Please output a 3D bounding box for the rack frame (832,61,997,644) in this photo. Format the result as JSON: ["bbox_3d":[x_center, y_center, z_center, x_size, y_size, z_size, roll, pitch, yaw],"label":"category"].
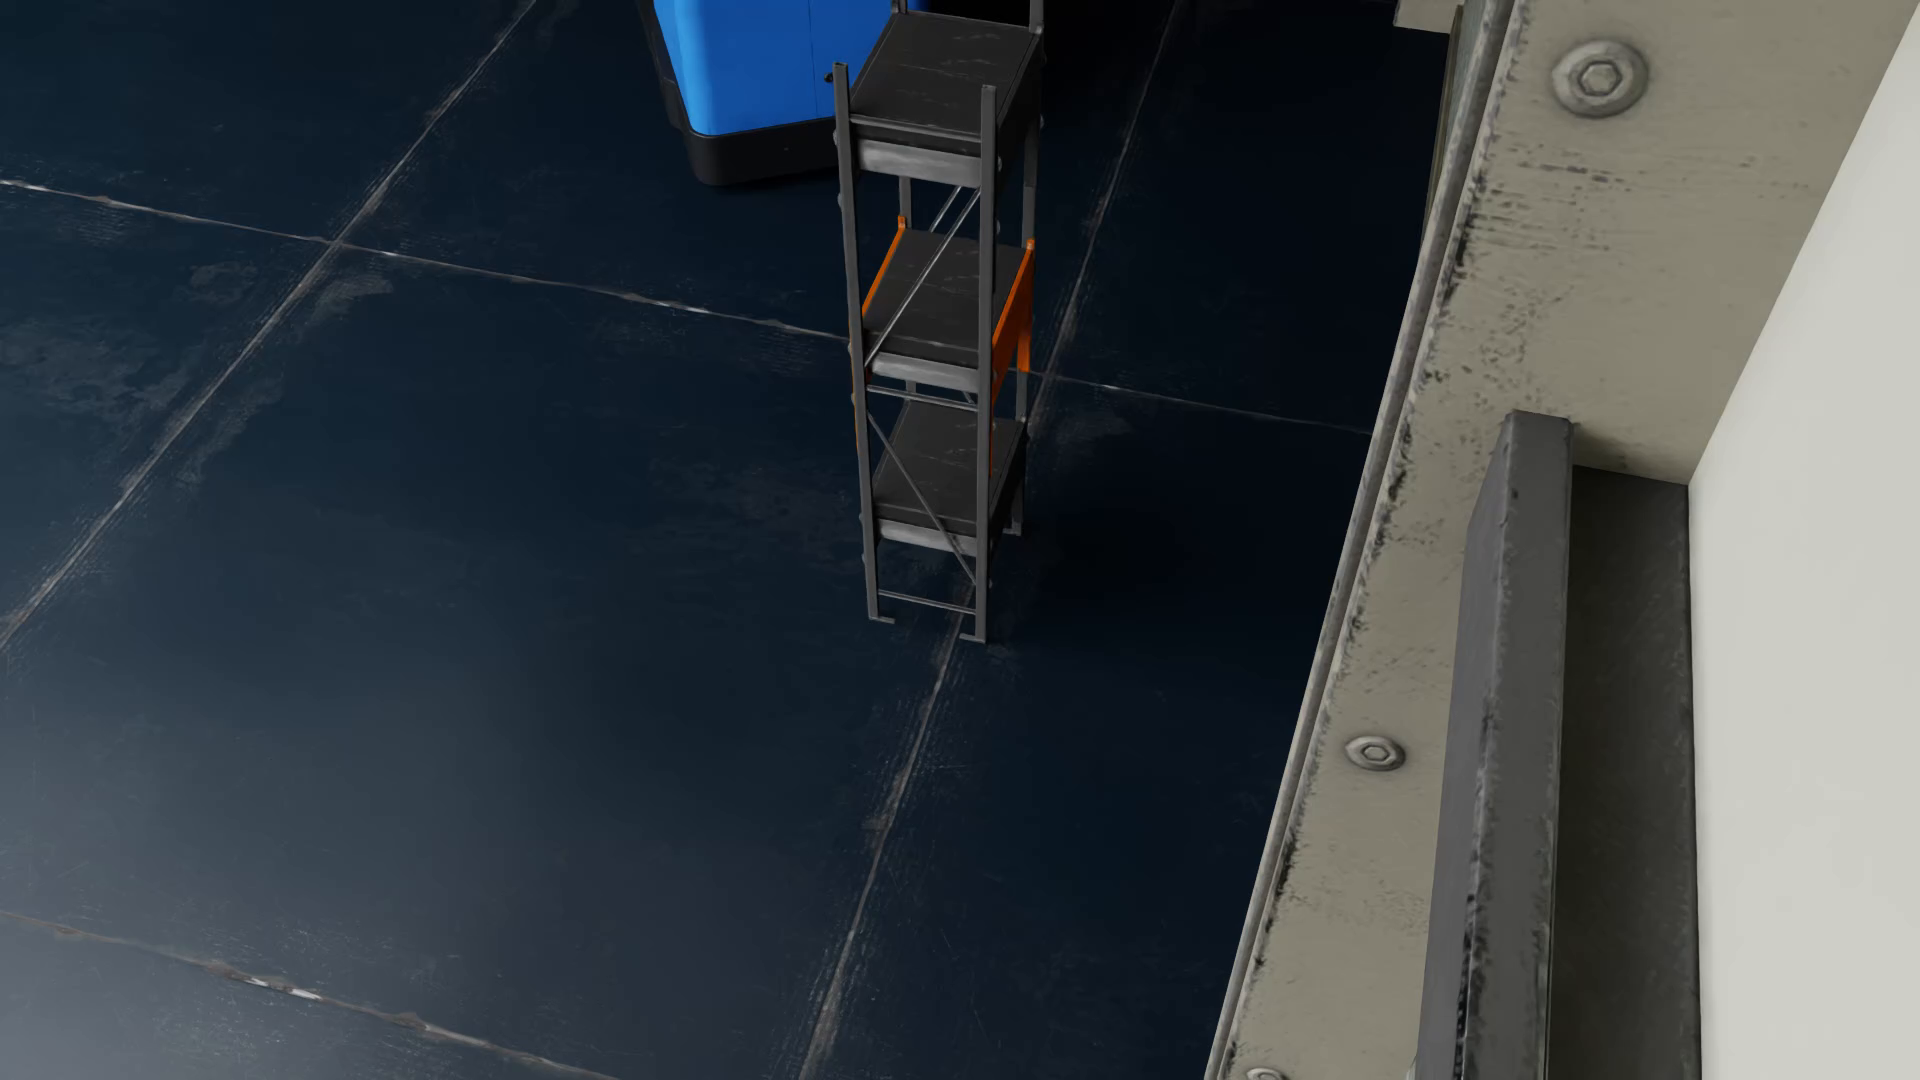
[{"bbox_3d":[-0.108,-0.399,4.701,0.400,2.100,0.015,12,50,10],"label":"rack frame"}]

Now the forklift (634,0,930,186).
[{"bbox_3d":[-1.003,-3.586,6.960,1.130,2.935,3.031,-12,50,-11],"label":"forklift"}]

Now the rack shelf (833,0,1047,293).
[{"bbox_3d":[-0.044,-1.029,4.342,0.431,0.518,0.480,12,50,10],"label":"rack shelf"}]

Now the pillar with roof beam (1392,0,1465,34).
[{"bbox_3d":[-1.895,-6.388,5.386,9.100,9.000,0.400,12,50,10],"label":"pillar with roof beam"}]

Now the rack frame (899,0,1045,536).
[{"bbox_3d":[0.021,-0.752,5.013,0.400,2.100,0.015,12,50,10],"label":"rack frame"}]

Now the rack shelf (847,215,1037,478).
[{"bbox_3d":[-0.044,-0.566,4.867,0.431,0.518,0.480,12,50,10],"label":"rack shelf"}]

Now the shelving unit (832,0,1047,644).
[{"bbox_3d":[-0.044,-0.575,4.857,0.431,2.100,0.503,12,50,10],"label":"shelving unit"}]

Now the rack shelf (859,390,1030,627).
[{"bbox_3d":[-0.044,-0.103,5.392,0.431,0.518,0.480,12,50,10],"label":"rack shelf"}]
